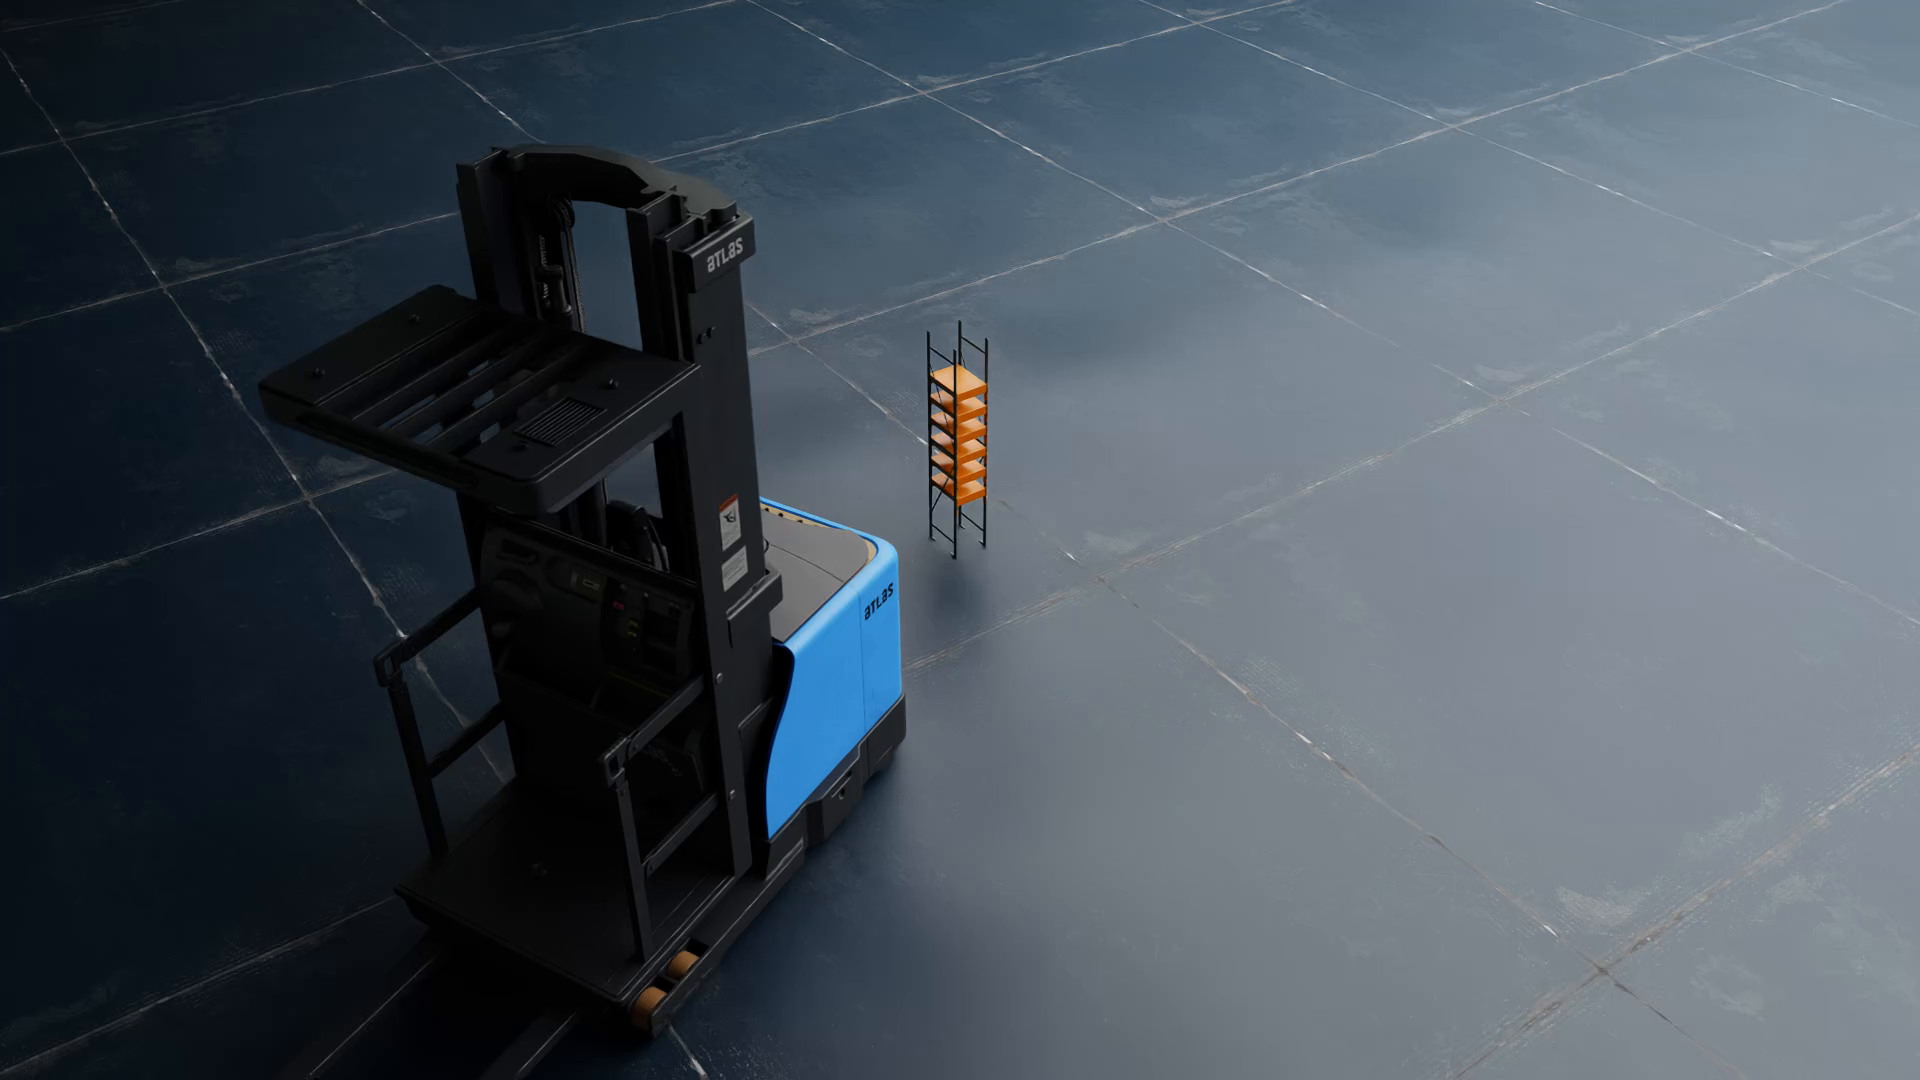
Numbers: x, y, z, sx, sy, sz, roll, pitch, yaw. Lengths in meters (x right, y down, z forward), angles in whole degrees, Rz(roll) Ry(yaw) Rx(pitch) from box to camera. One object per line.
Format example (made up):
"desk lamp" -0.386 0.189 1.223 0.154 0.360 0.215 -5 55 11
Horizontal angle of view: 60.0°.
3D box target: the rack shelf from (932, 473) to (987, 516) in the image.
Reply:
"rack shelf" -0.012 -0.251 8.372 0.180 0.103 0.258 -22 41 -28

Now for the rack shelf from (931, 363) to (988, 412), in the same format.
"rack shelf" -0.012 -0.738 8.022 0.180 0.103 0.258 -22 41 -28

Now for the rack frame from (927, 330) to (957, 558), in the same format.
"rack frame" -0.087 -0.451 8.163 0.006 1.200 0.240 -22 41 -28

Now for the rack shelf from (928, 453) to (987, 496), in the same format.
"rack shelf" -0.012 -0.349 8.302 0.180 0.103 0.258 -22 41 -28

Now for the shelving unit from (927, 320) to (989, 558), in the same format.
"shelving unit" -0.012 -0.482 8.206 0.189 1.200 0.258 -22 41 -28

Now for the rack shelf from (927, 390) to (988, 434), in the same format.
"rack shelf" -0.012 -0.641 8.092 0.180 0.103 0.258 -22 41 -28

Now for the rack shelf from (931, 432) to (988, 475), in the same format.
"rack shelf" -0.012 -0.446 8.232 0.180 0.103 0.258 -22 41 -28

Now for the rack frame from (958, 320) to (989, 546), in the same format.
"rack frame" 0.063 -0.513 8.249 0.006 1.200 0.240 -22 41 -28

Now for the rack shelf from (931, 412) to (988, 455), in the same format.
"rack shelf" -0.012 -0.544 8.162 0.180 0.103 0.258 -22 41 -28

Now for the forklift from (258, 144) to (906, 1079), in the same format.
"forklift" -1.408 0.300 5.636 1.130 2.935 3.031 19 40 24
